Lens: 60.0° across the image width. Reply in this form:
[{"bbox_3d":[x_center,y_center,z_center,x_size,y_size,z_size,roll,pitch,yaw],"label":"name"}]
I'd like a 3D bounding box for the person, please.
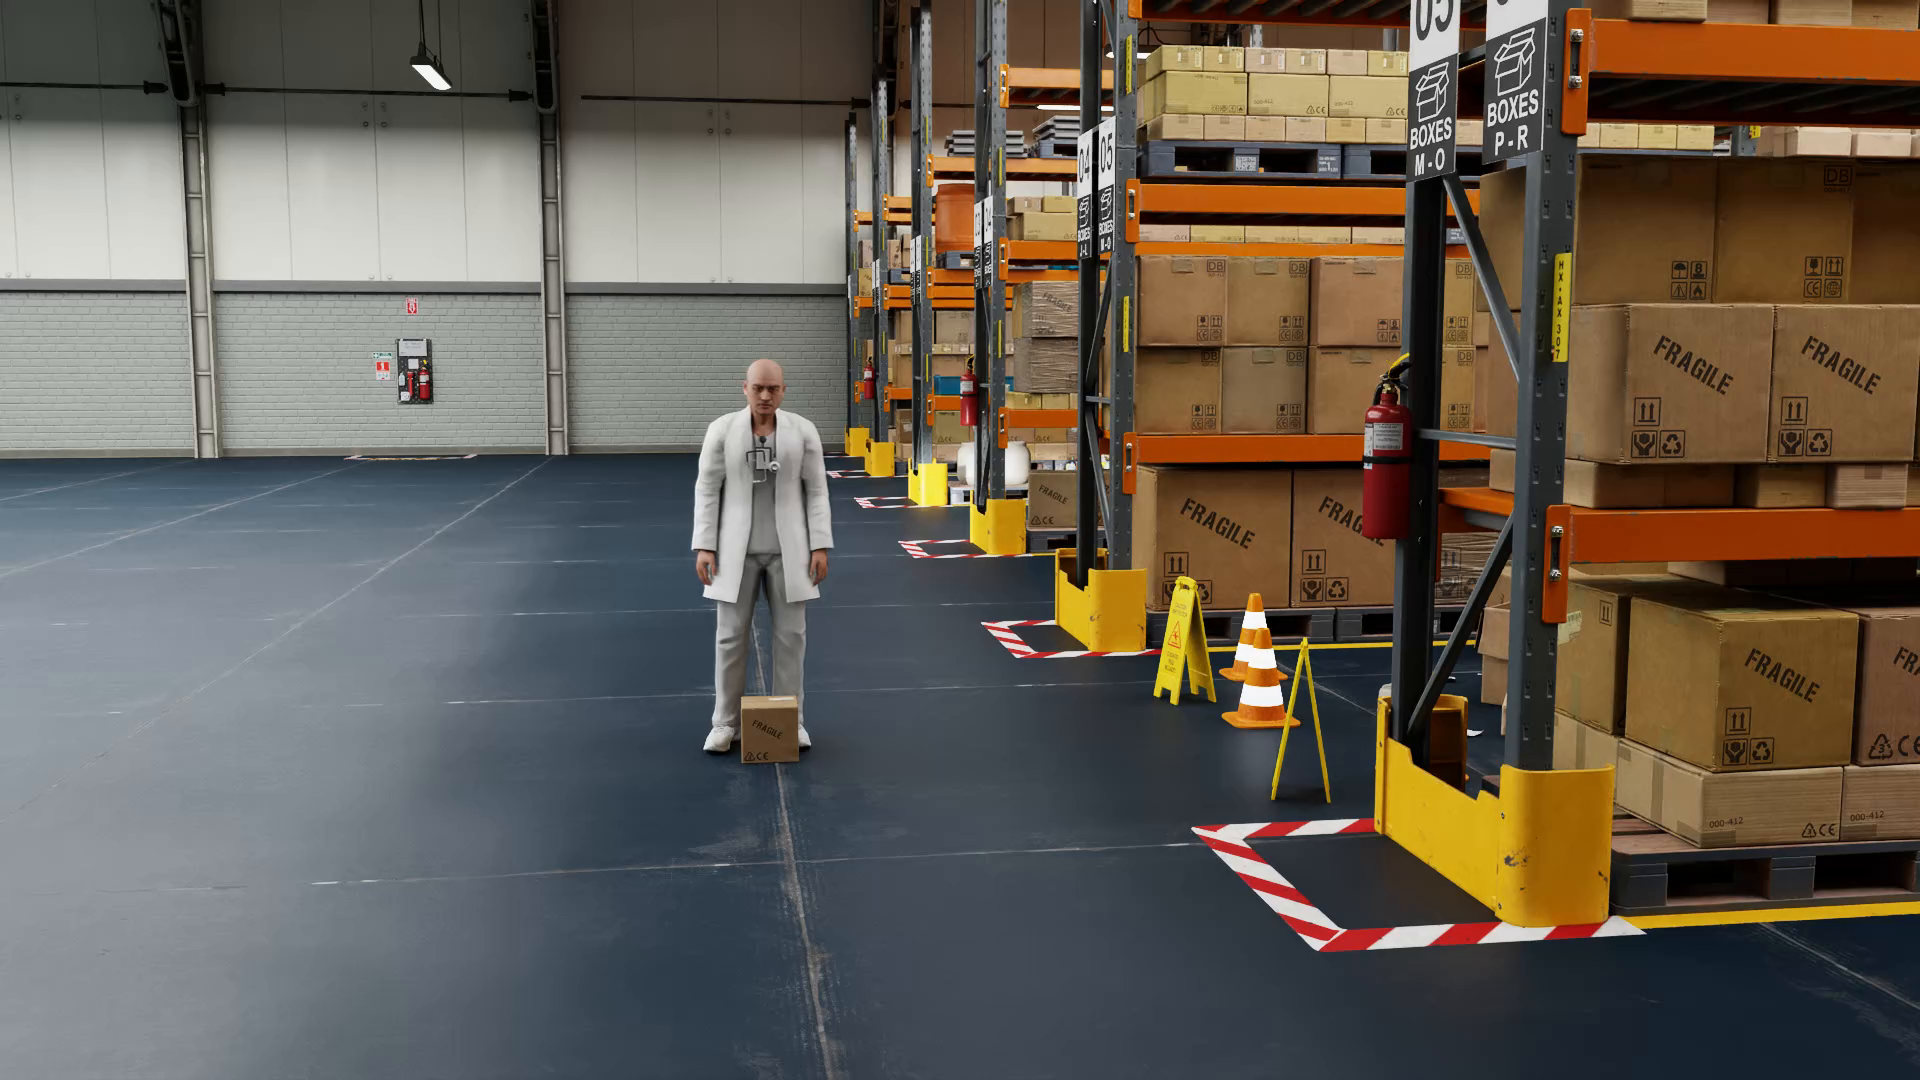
[{"bbox_3d":[-0.902,0.062,7.606,0.644,1.774,0.424,-1,6,-8],"label":"person"}]
